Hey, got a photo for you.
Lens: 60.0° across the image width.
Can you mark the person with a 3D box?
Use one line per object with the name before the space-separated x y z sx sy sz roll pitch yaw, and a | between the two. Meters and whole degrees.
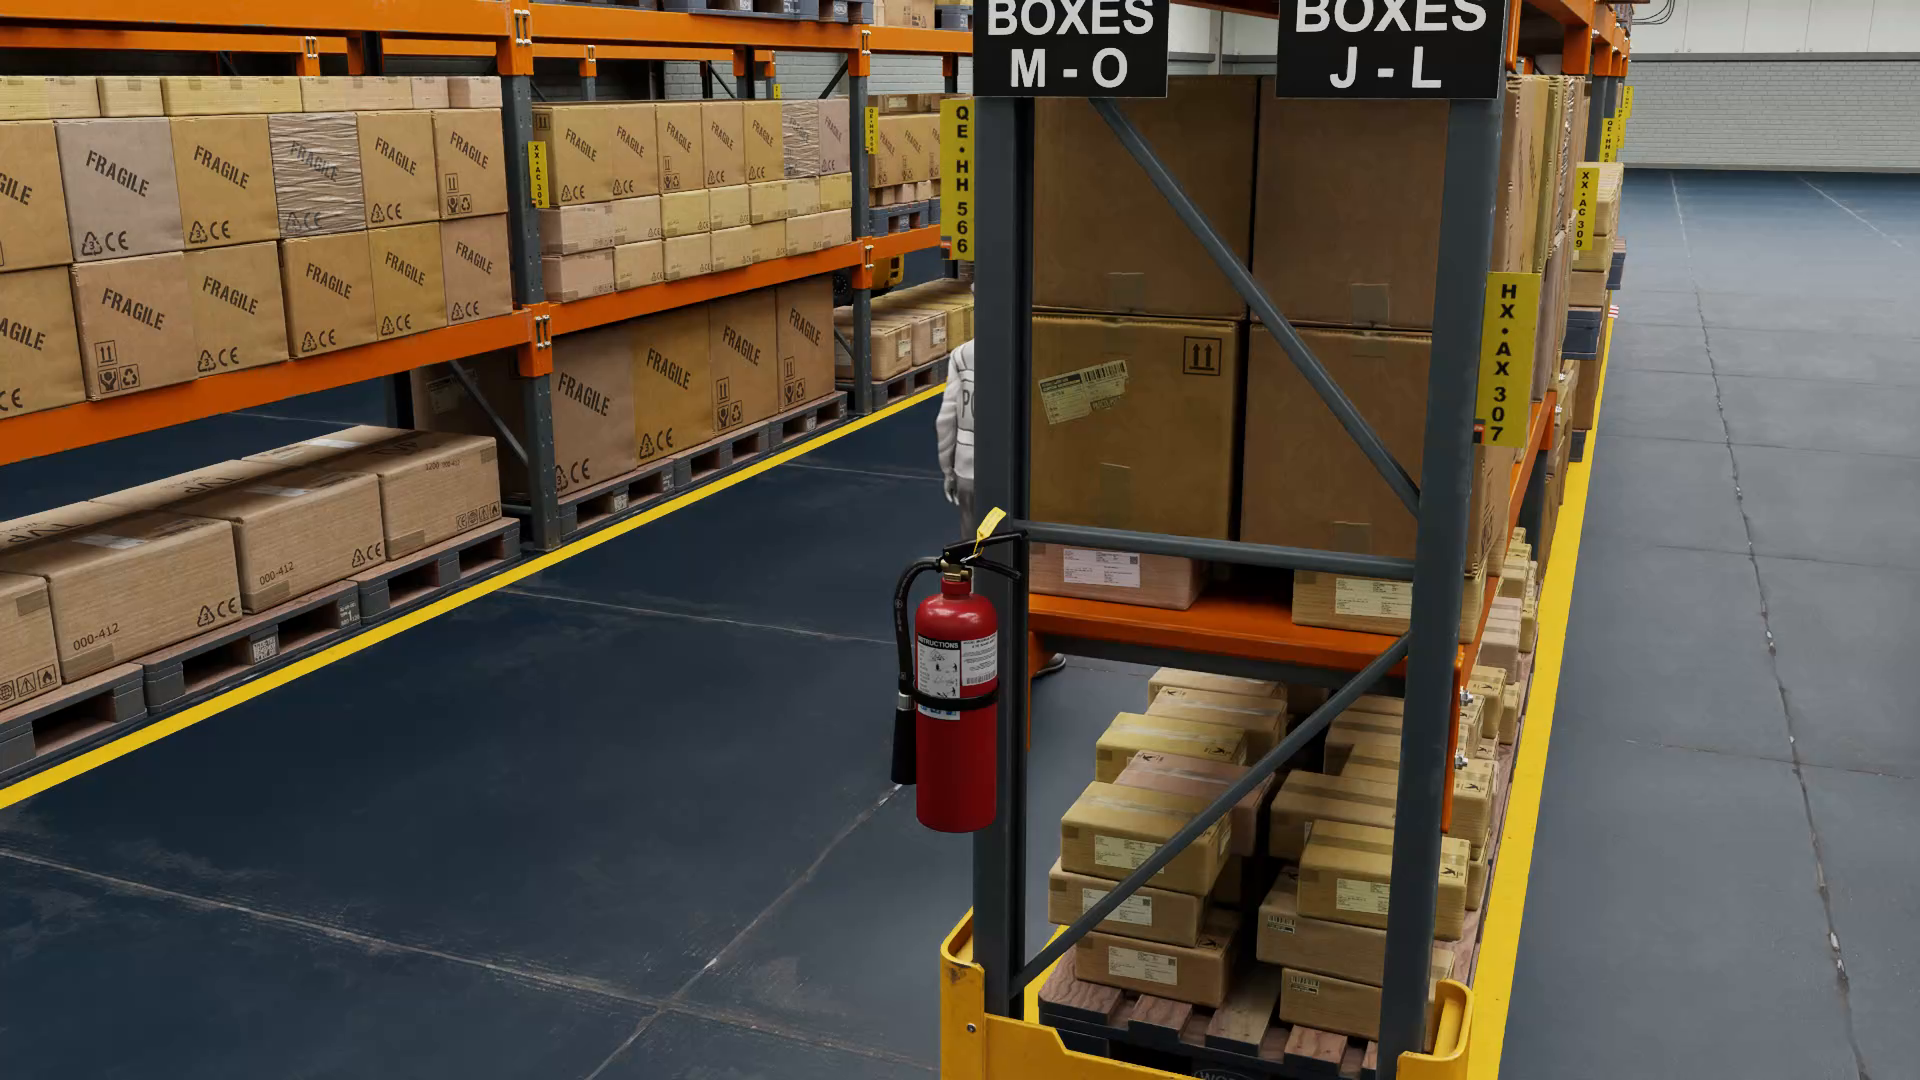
person | 0.170 -0.256 6.937 0.537 1.663 0.378 6 17 20
